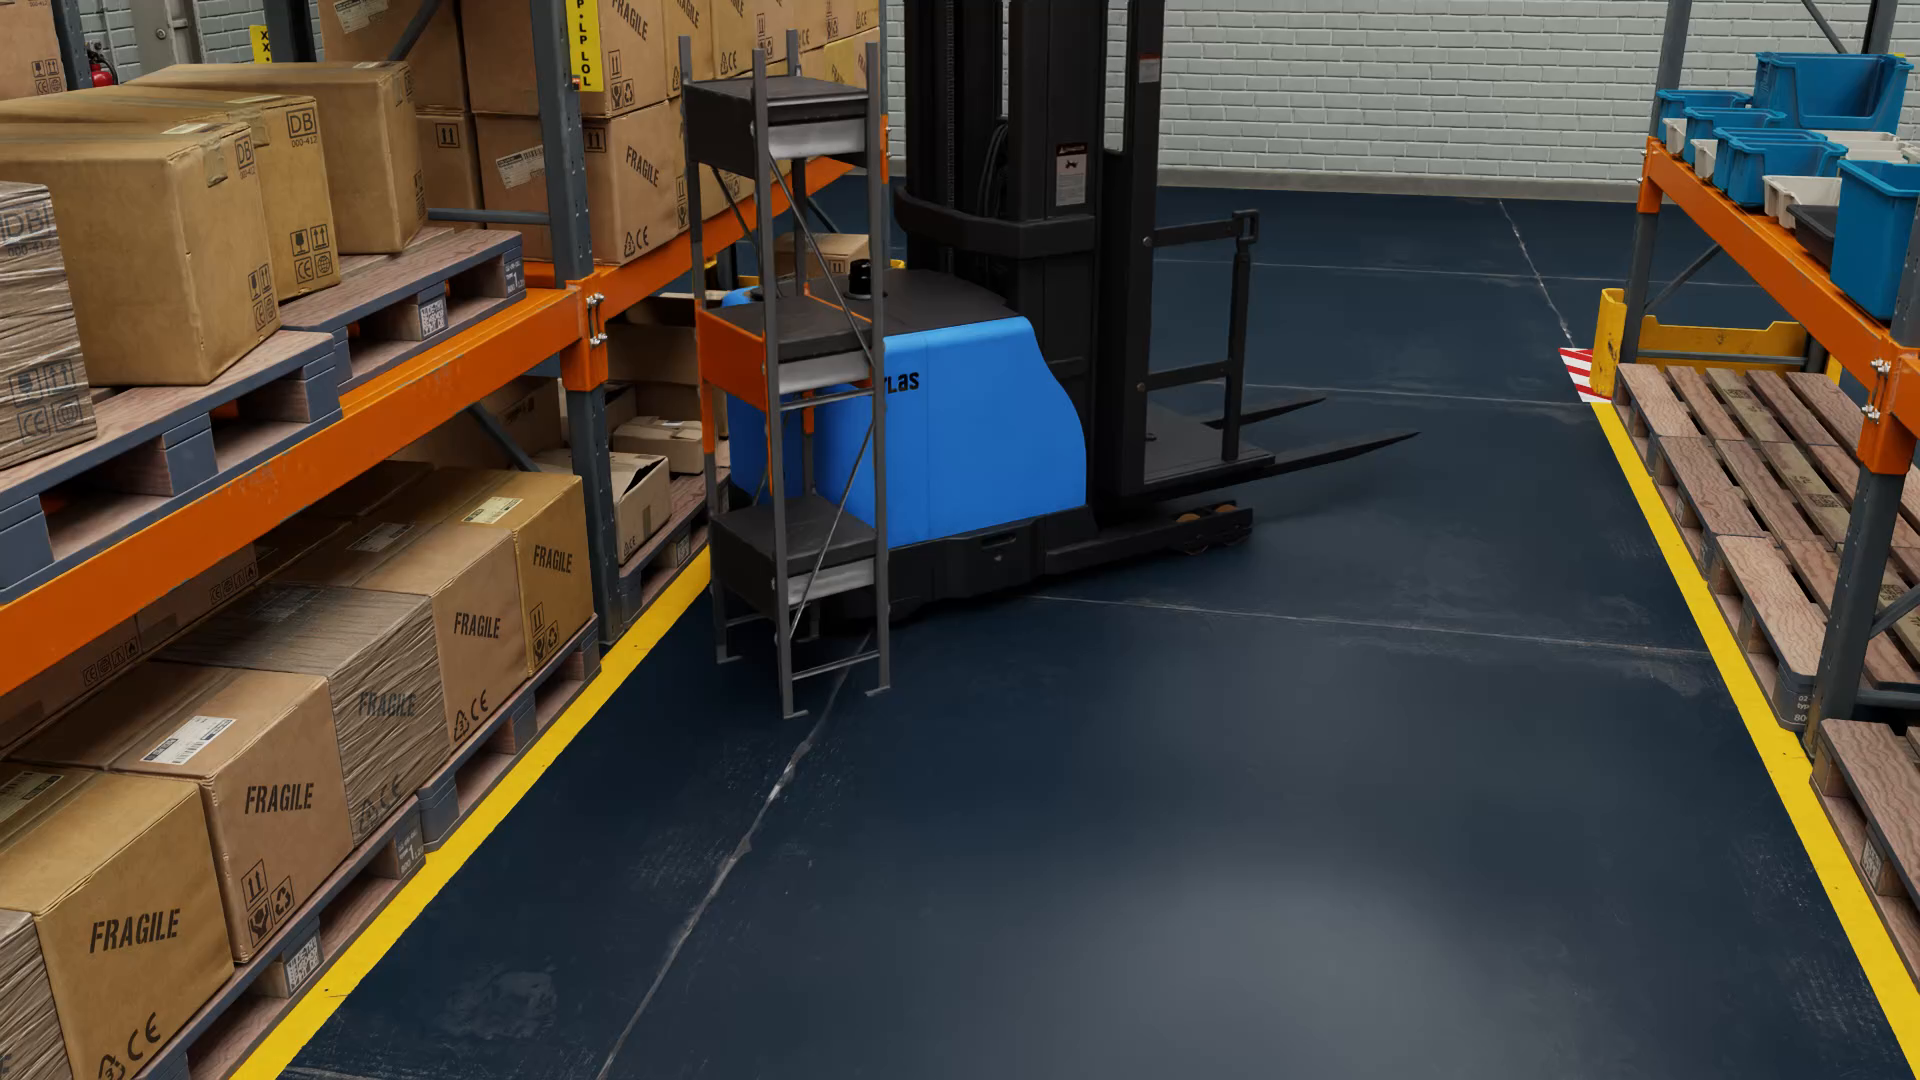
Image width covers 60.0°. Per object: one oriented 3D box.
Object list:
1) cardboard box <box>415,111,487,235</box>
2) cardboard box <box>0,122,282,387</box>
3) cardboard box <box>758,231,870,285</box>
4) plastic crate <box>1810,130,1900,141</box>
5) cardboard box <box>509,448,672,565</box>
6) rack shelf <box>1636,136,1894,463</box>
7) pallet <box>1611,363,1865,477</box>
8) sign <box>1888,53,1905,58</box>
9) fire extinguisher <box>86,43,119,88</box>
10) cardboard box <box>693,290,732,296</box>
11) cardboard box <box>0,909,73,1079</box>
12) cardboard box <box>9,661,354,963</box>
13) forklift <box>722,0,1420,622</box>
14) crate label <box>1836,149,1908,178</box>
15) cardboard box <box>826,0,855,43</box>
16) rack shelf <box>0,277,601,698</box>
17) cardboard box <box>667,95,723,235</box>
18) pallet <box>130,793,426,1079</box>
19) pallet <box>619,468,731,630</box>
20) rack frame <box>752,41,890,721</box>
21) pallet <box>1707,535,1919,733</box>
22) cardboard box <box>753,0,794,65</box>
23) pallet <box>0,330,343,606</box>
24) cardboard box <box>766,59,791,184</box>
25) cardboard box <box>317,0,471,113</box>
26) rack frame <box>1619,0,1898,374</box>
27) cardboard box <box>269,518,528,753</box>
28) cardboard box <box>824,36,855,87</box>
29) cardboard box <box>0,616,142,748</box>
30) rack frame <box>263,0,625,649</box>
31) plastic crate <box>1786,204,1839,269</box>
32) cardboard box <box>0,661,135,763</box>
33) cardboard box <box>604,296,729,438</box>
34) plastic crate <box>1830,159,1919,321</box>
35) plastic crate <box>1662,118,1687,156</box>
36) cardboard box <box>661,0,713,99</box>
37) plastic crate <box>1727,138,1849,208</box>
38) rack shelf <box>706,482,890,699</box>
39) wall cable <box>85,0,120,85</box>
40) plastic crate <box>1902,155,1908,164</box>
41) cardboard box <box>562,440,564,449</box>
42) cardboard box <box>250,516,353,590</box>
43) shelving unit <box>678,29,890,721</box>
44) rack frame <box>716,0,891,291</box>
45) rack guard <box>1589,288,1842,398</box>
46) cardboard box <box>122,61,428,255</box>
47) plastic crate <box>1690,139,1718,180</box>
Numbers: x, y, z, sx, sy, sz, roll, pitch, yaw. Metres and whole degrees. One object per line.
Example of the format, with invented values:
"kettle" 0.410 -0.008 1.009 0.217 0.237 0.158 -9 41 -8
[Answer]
"cardboard box" -1.862 -1.316 5.971 0.500 0.500 0.500 5 22 12
"cardboard box" -2.013 -0.657 3.775 0.700 0.500 0.500 -1 22 -3
"cardboard box" -0.766 -1.357 8.964 0.500 0.500 0.500 4 22 11
"plastic crate" 3.963 -1.744 7.442 0.396 0.136 0.243 4 22 11
"cardboard box" -1.415 -0.161 6.248 0.500 0.311 0.500 4 22 11
"rack shelf" 3.544 -1.086 6.497 1.077 0.370 4.000 4 22 11
"pallet" 3.746 -0.559 7.958 1.003 0.211 1.213 4 22 11
"sign" 4.494 -2.191 8.059 0.100 0.325 0.005 4 22 11
"fire extinguisher" -5.264 -2.717 10.188 0.296 0.674 0.183 4 22 11
"cardboard box" -1.318 -1.285 9.255 0.380 0.149 0.250 4 22 11
"cardboard box" -2.055 1.015 3.076 0.500 0.500 0.500 4 22 9
"cardboard box" -1.846 0.640 4.005 0.500 0.500 0.500 4 22 9
"forklift" 0.602 -1.454 6.541 3.031 2.935 1.130 -13 25 -29
"crate label" 3.856 -1.536 6.924 0.396 0.136 0.243 4 22 11
"cardboard box" -0.820 -2.671 7.999 0.500 0.500 0.500 5 22 12
"rack shelf" -2.121 -0.002 3.806 1.077 0.370 4.000 4 22 11
"cardboard box" -1.241 -1.466 6.346 0.500 0.500 0.500 5 22 12
"pallet" -2.088 0.974 4.152 1.003 0.211 1.213 4 22 11
"pallet" -1.572 -0.024 6.632 1.003 0.211 1.213 4 22 11
"rack frame" -0.407 -0.429 5.107 0.400 2.100 0.015 -14 26 -31
"pallet" 3.248 0.334 5.743 1.003 0.211 1.213 4 22 11
"cardboard box" -1.026 -2.294 7.061 0.500 0.500 0.500 5 23 13
"pallet" -2.137 -0.227 3.658 1.003 0.211 1.213 4 22 11
"cardboard box" -1.034 -1.835 7.262 0.500 0.500 0.500 4 22 10
"cardboard box" -1.863 -1.782 5.790 0.500 0.500 0.500 5 22 11
"rack frame" 3.952 -2.151 8.179 1.000 3.000 0.127 4 22 11
"cardboard box" -1.642 0.271 4.923 0.500 0.500 0.500 5 22 11
"cardboard box" -0.824 -2.202 8.171 0.500 0.500 0.500 5 22 11
"cardboard box" -2.356 0.248 3.976 0.500 0.250 0.500 4 22 10
"rack frame" -1.713 -1.067 5.488 1.000 3.000 0.127 4 22 11
"plastic crate" 3.101 -1.018 5.654 0.437 0.125 0.590 4 22 11
"cardboard box" -2.361 0.610 4.081 0.500 0.500 0.500 4 22 9
"cardboard box" -1.334 -0.801 7.579 0.797 0.503 0.637 4 22 11
"plastic crate" 2.897 -0.905 5.027 0.392 0.384 0.575 4 22 11
"plastic crate" 3.433 -1.880 7.780 0.250 0.136 0.298 4 22 11
"cardboard box" -1.236 -1.917 6.125 0.500 0.500 0.500 4 22 9
"plastic crate" 3.249 -1.445 6.569 0.416 0.233 0.300 4 22 11
"rack shelf" -0.542 0.156 5.564 0.431 0.518 0.480 -14 26 -31
"wall cable" -6.412 -3.918 11.206 0.084 1.984 1.851 4 22 11
"plastic crate" 3.784 -1.330 6.286 0.416 0.233 0.300 4 22 11
"cardboard box" -1.856 -0.320 6.861 0.380 0.149 0.250 4 22 11
"cardboard box" -2.148 0.243 4.993 0.500 0.500 0.500 5 22 12
"shelving unit" -0.542 -0.505 5.296 0.431 2.100 0.503 -14 26 -31
"rack frame" -0.897 -2.530 9.120 1.000 3.000 0.127 4 22 11
"rack guard" 3.944 -1.001 8.670 1.175 0.500 0.348 4 22 11
"cardboard box" -2.028 -1.152 5.003 0.700 0.500 0.500 -3 22 -7
"plastic crate" 3.294 -1.632 7.164 0.250 0.136 0.298 4 22 11
